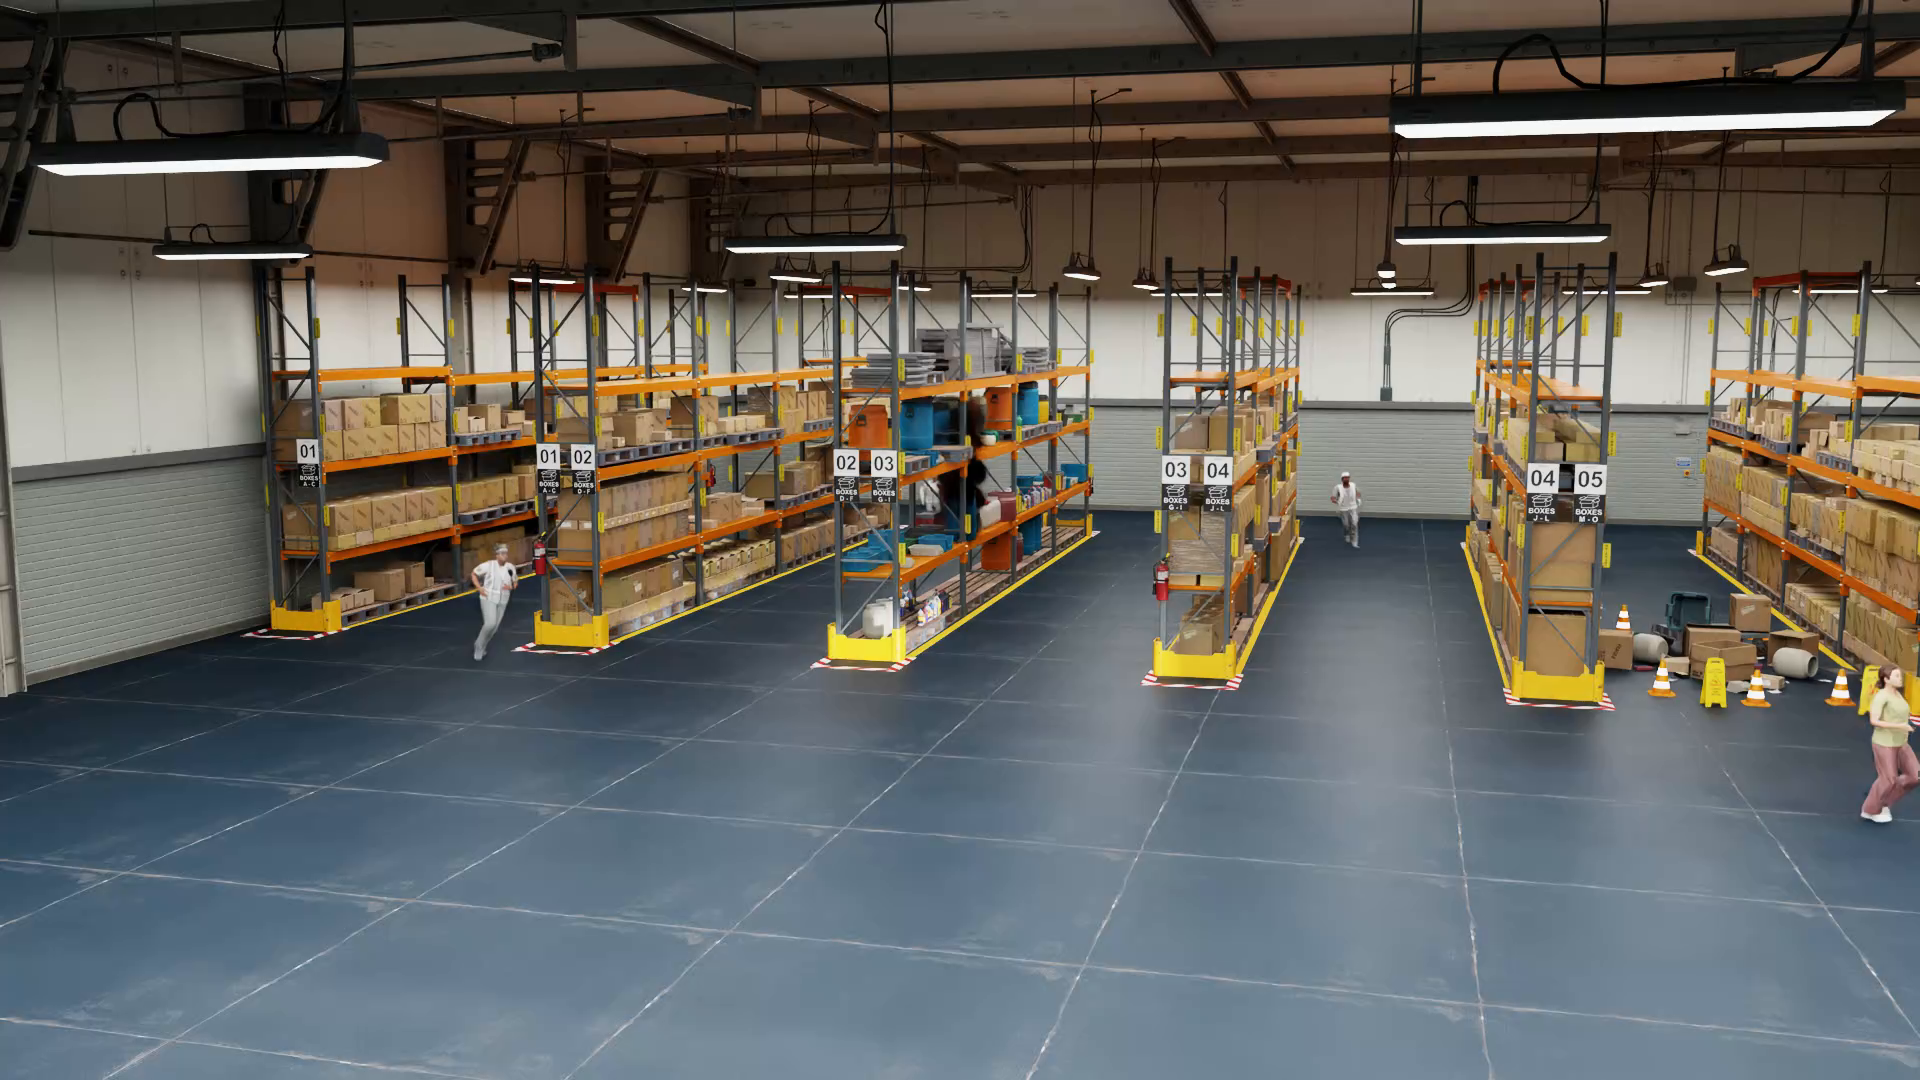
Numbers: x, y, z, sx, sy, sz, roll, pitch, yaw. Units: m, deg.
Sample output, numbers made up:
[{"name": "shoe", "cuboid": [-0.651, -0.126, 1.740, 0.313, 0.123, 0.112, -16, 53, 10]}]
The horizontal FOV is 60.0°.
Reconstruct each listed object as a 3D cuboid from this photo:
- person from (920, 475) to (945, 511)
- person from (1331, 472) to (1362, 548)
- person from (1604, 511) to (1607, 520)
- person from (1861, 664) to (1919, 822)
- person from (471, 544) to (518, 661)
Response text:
[{"name": "person", "cuboid": [-0.638, -0.855, 39.736, 0.640, 1.673, 0.648, 0, 7, -2]}, {"name": "person", "cuboid": [8.897, -0.704, 38.293, 0.734, 1.728, 0.777, 0, 7, -3]}, {"name": "person", "cuboid": [13.527, -0.247, 35.513, 0.538, 1.569, 0.805, 1, 7, 10]}, {"name": "person", "cuboid": [9.414, 2.063, 16.753, 0.567, 1.631, 0.556, -4, 8, -30]}, {"name": "person", "cuboid": [-7.118, 0.946, 25.396, 0.739, 1.785, 0.665, -7, 10, -44]}]
